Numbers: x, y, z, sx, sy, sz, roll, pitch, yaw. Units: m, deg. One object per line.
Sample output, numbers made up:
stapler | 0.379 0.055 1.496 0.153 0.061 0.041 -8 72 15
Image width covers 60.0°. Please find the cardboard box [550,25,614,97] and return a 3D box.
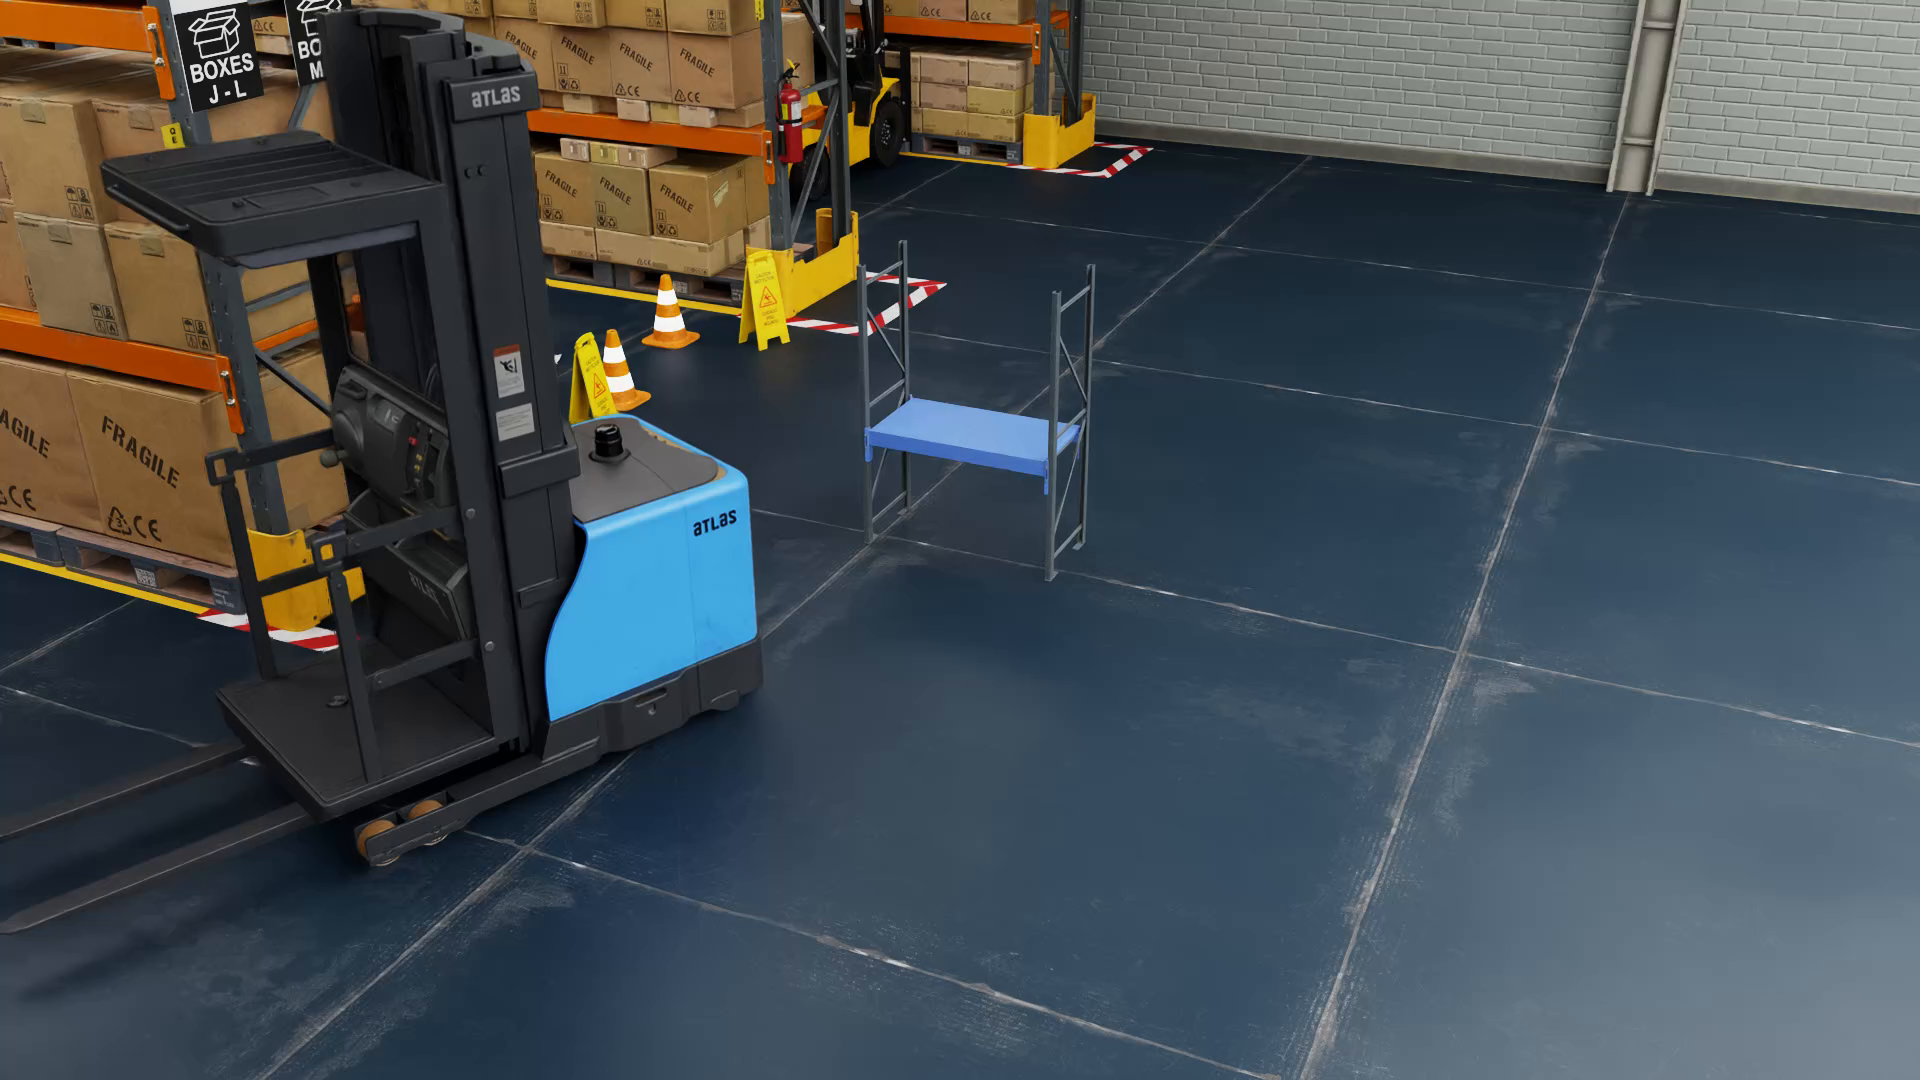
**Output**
cardboard box | -2.604 -3.534 12.082 0.500 0.500 0.500 11 28 22

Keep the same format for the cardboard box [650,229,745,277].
cardboard box | -1.957 -2.180 12.418 0.500 0.250 0.500 11 28 22

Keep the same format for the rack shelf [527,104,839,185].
rack shelf | -2.908 -3.224 12.716 4.000 0.370 1.077 11 28 22

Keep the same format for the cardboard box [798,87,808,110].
cardboard box | -1.311 -3.213 12.165 0.250 0.149 0.380 11 28 22

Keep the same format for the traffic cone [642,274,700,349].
traffic cone | -2.013 -1.603 11.481 0.334 0.463 0.336 11 28 22

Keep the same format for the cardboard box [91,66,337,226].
cardboard box | -3.366 -1.807 7.632 0.550 0.550 0.875 11 28 22

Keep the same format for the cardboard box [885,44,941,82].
cardboard box | -0.515 -4.719 16.444 0.500 0.250 0.500 12 29 22

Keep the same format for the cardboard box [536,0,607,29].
cardboard box | -2.608 -3.961 11.817 0.500 0.500 0.700 11 28 21

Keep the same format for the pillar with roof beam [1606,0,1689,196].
pillar with roof beam | 4.383 -5.530 9.795 0.400 9.000 9.100 11 28 22

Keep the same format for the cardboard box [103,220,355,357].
cardboard box | -3.401 -1.289 7.802 0.550 0.550 0.875 11 28 22

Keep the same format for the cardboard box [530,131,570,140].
cardboard box | -3.151 -3.018 13.272 0.500 0.500 0.500 13 29 24

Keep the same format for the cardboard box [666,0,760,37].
cardboard box | -1.643 -3.813 11.517 0.500 0.500 0.700 11 28 21

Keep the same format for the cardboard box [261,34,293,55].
cardboard box | -5.312 -3.971 13.228 0.250 0.149 0.380 12 29 23

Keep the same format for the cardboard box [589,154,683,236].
cardboard box | -2.401 -2.608 12.439 0.500 0.500 0.500 12 29 24

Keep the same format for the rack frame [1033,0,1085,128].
rack frame | 0.964 -5.177 15.870 0.127 3.000 1.000 11 28 22

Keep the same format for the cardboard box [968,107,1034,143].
cardboard box | 0.405 -4.091 16.301 0.500 0.250 0.500 12 28 22

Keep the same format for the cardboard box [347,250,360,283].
cardboard box | -4.317 -2.049 12.342 0.500 0.500 0.500 -12 29 -23

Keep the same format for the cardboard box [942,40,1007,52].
cardboard box | 0.148 -4.835 16.679 0.500 0.250 0.500 11 28 22

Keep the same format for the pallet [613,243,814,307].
pallet | -1.882 -2.106 12.789 1.213 0.211 1.003 11 28 22

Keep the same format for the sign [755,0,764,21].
sign | -1.336 -3.622 11.043 0.005 0.325 0.100 11 28 22

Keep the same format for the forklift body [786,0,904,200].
forklift body | -1.518 -4.410 15.271 1.214 2.155 2.313 11 28 22

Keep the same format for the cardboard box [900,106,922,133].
cardboard box | -0.495 -4.281 16.686 0.500 0.250 0.500 12 29 22

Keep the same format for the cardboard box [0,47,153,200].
cardboard box | -4.359 -2.028 8.080 0.550 0.550 0.875 11 28 22

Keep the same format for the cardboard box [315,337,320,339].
cardboard box | -4.589 -1.592 11.261 0.503 0.637 0.797 11 28 22

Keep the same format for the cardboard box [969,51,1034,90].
cardboard box | 0.415 -4.539 16.080 0.500 0.250 0.500 12 29 24

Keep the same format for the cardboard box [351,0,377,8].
cardboard box | -4.418 -4.371 12.651 0.500 0.500 0.700 11 28 21

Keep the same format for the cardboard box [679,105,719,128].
cardboard box | -1.793 -3.052 11.838 0.250 0.149 0.380 11 28 21

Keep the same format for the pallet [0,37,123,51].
pallet | -7.677 -4.470 14.650 1.003 0.211 1.213 11 28 22

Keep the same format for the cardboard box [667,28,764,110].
cardboard box | -1.696 -3.347 11.703 0.500 0.500 0.500 11 28 21

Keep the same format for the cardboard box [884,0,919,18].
cardboard box | -0.528 -5.399 16.206 0.500 0.500 0.500 11 28 21

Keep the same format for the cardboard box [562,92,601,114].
cardboard box | -2.710 -3.256 12.252 0.250 0.149 0.380 11 28 21

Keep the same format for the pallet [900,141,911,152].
pallet | -0.856 -4.273 17.190 1.213 0.211 1.003 11 28 22

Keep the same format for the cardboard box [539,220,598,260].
cardboard box | -2.882 -2.366 12.798 0.500 0.250 0.500 10 28 20

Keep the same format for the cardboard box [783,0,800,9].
cardboard box | -1.439 -5.587 16.588 0.500 0.500 0.500 11 28 21

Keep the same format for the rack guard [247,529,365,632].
rack guard | -3.023 -0.046 8.278 0.348 0.500 1.175 11 28 22

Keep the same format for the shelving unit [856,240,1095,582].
shelving unit | 0.078 -0.657 8.387 1.048 1.500 0.538 11 28 22

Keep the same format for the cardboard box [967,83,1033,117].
cardboard box | 0.391 -4.320 16.199 0.500 0.250 0.500 11 28 21

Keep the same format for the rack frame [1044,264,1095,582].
rack frame | 0.540 -0.564 8.198 0.032 1.500 0.500 11 28 22

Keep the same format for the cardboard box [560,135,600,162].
cardboard box | -2.754 -2.941 12.381 0.250 0.149 0.380 13 29 24

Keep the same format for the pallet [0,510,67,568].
pallet | -4.912 -0.259 9.038 1.213 0.211 1.003 11 28 22

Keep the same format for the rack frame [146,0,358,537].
rack frame | -3.045 -1.172 7.734 0.127 3.000 1.000 11 28 22

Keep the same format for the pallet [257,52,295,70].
pallet | -5.364 -4.024 13.745 1.213 0.211 1.003 11 28 22

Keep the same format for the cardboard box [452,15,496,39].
cardboard box | -3.526 -3.718 12.457 0.500 0.500 0.500 11 28 21

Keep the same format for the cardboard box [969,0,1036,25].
cardboard box | 0.407 -5.206 15.816 0.500 0.500 0.500 11 28 21

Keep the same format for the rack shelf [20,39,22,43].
rack shelf | -10.191 -4.686 15.687 4.000 0.370 1.077 11 28 22

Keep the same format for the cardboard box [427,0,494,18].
cardboard box | -3.516 -4.166 12.235 0.500 0.500 0.700 11 28 21

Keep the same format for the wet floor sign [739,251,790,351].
wet floor sign | -1.358 -1.659 11.390 0.232 0.644 0.267 23 35 39

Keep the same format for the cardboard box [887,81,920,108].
cardboard box | -0.540 -4.502 16.569 0.500 0.250 0.500 11 28 21

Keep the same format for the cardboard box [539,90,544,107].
cardboard box | -3.173 -3.340 12.423 0.250 0.149 0.380 11 28 22

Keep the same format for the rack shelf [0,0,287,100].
rack shelf | -4.865 -2.561 7.973 4.000 0.370 1.077 11 28 22

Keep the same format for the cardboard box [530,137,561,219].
cardboard box | -3.340 -2.798 12.826 0.500 0.500 0.500 13 29 24

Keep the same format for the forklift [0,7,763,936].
forklift | -2.299 -0.350 6.142 3.031 2.935 1.130 -22 33 -37

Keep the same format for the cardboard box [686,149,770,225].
cardboard box | -1.729 -2.735 12.697 0.500 0.500 0.500 10 28 20

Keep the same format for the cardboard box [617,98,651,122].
cardboard box | -2.265 -3.142 12.021 0.250 0.149 0.380 12 29 23

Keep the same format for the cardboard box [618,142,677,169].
cardboard box | -2.287 -2.845 12.186 0.250 0.149 0.380 12 29 23

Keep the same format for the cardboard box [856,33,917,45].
cardboard box | -0.766 -5.027 17.069 0.500 0.250 0.500 11 28 21

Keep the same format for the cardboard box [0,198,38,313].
cardboard box | -4.369 -1.533 8.299 0.550 0.550 0.875 11 28 22

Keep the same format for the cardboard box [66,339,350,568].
cardboard box | -3.689 -0.504 8.309 0.875 0.875 0.875 12 28 22

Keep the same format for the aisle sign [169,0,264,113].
aisle sign | -3.104 -2.205 6.889 0.004 0.787 0.394 11 28 22
